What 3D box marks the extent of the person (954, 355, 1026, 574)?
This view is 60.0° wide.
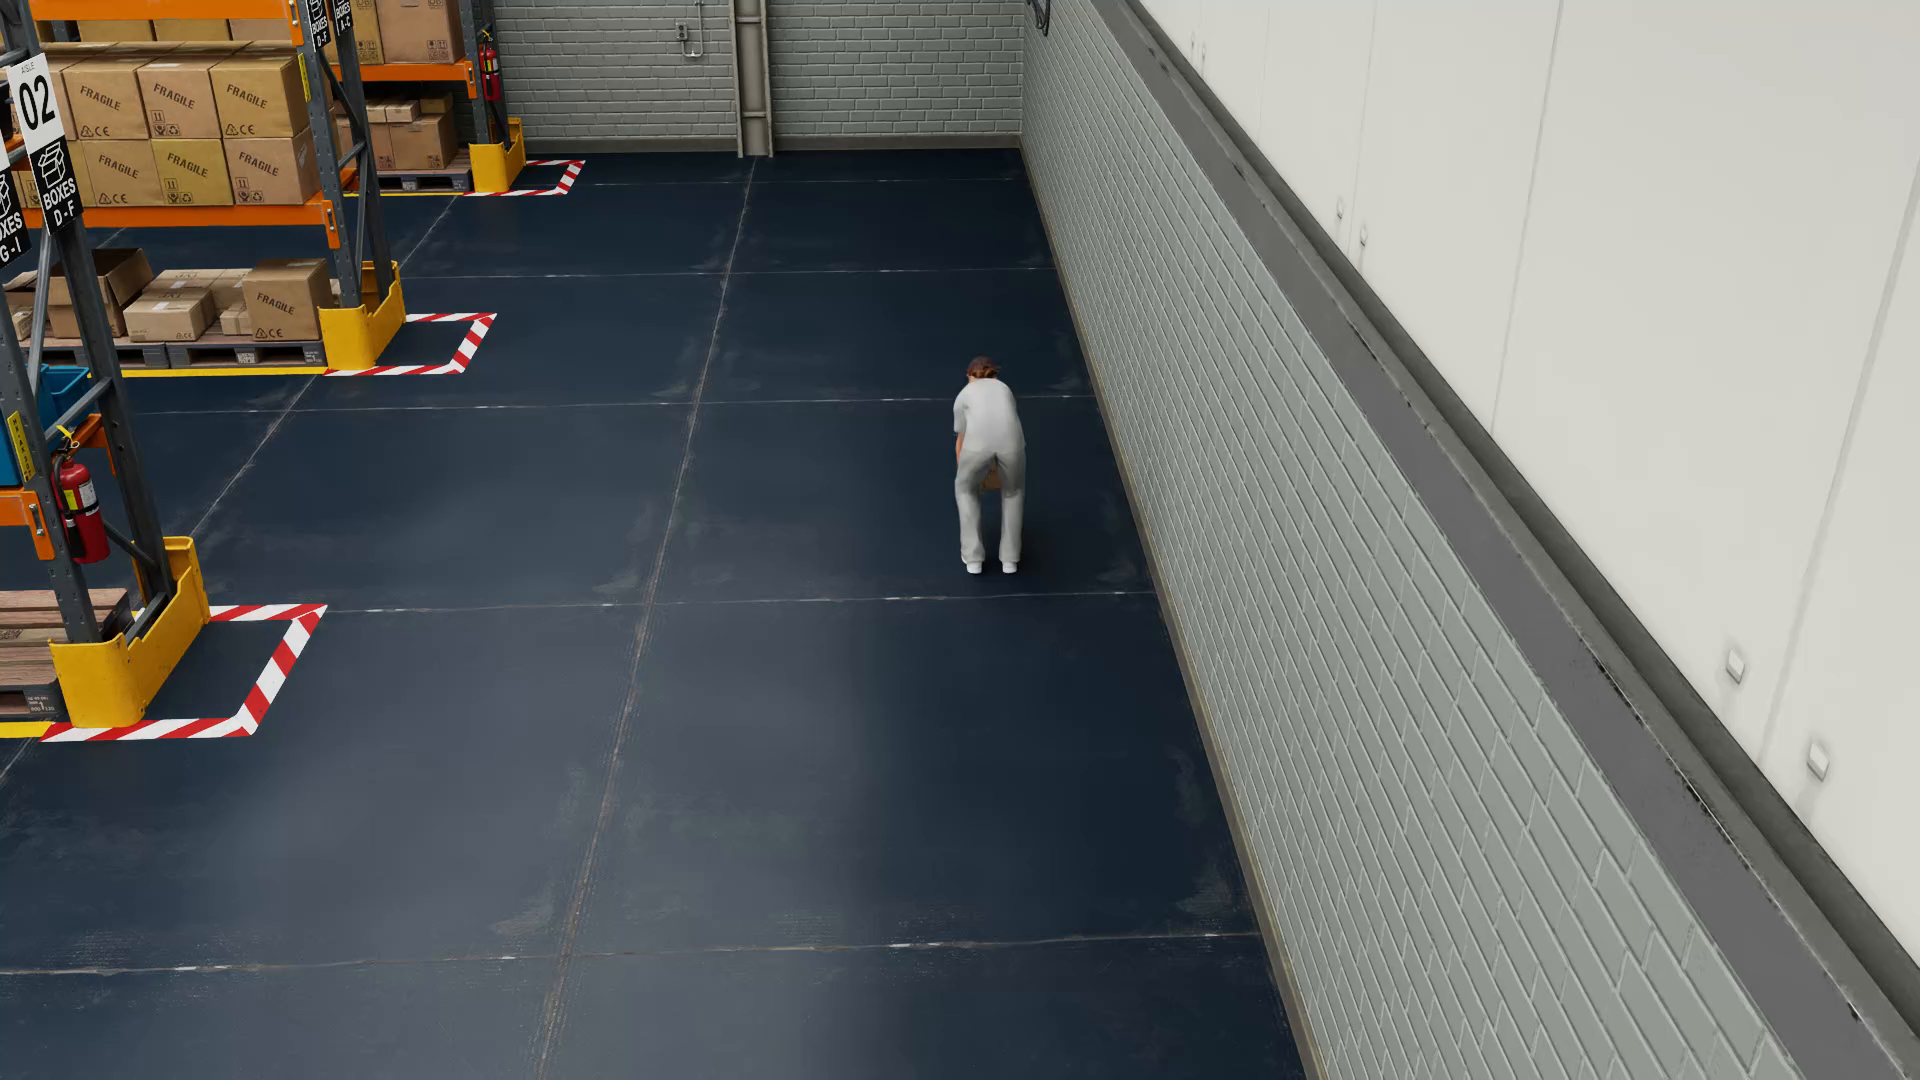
[{"bbox_3d":[0.171,-0.467,10.068,0.422,1.162,0.864,-2,28,-4],"label":"person"}]
